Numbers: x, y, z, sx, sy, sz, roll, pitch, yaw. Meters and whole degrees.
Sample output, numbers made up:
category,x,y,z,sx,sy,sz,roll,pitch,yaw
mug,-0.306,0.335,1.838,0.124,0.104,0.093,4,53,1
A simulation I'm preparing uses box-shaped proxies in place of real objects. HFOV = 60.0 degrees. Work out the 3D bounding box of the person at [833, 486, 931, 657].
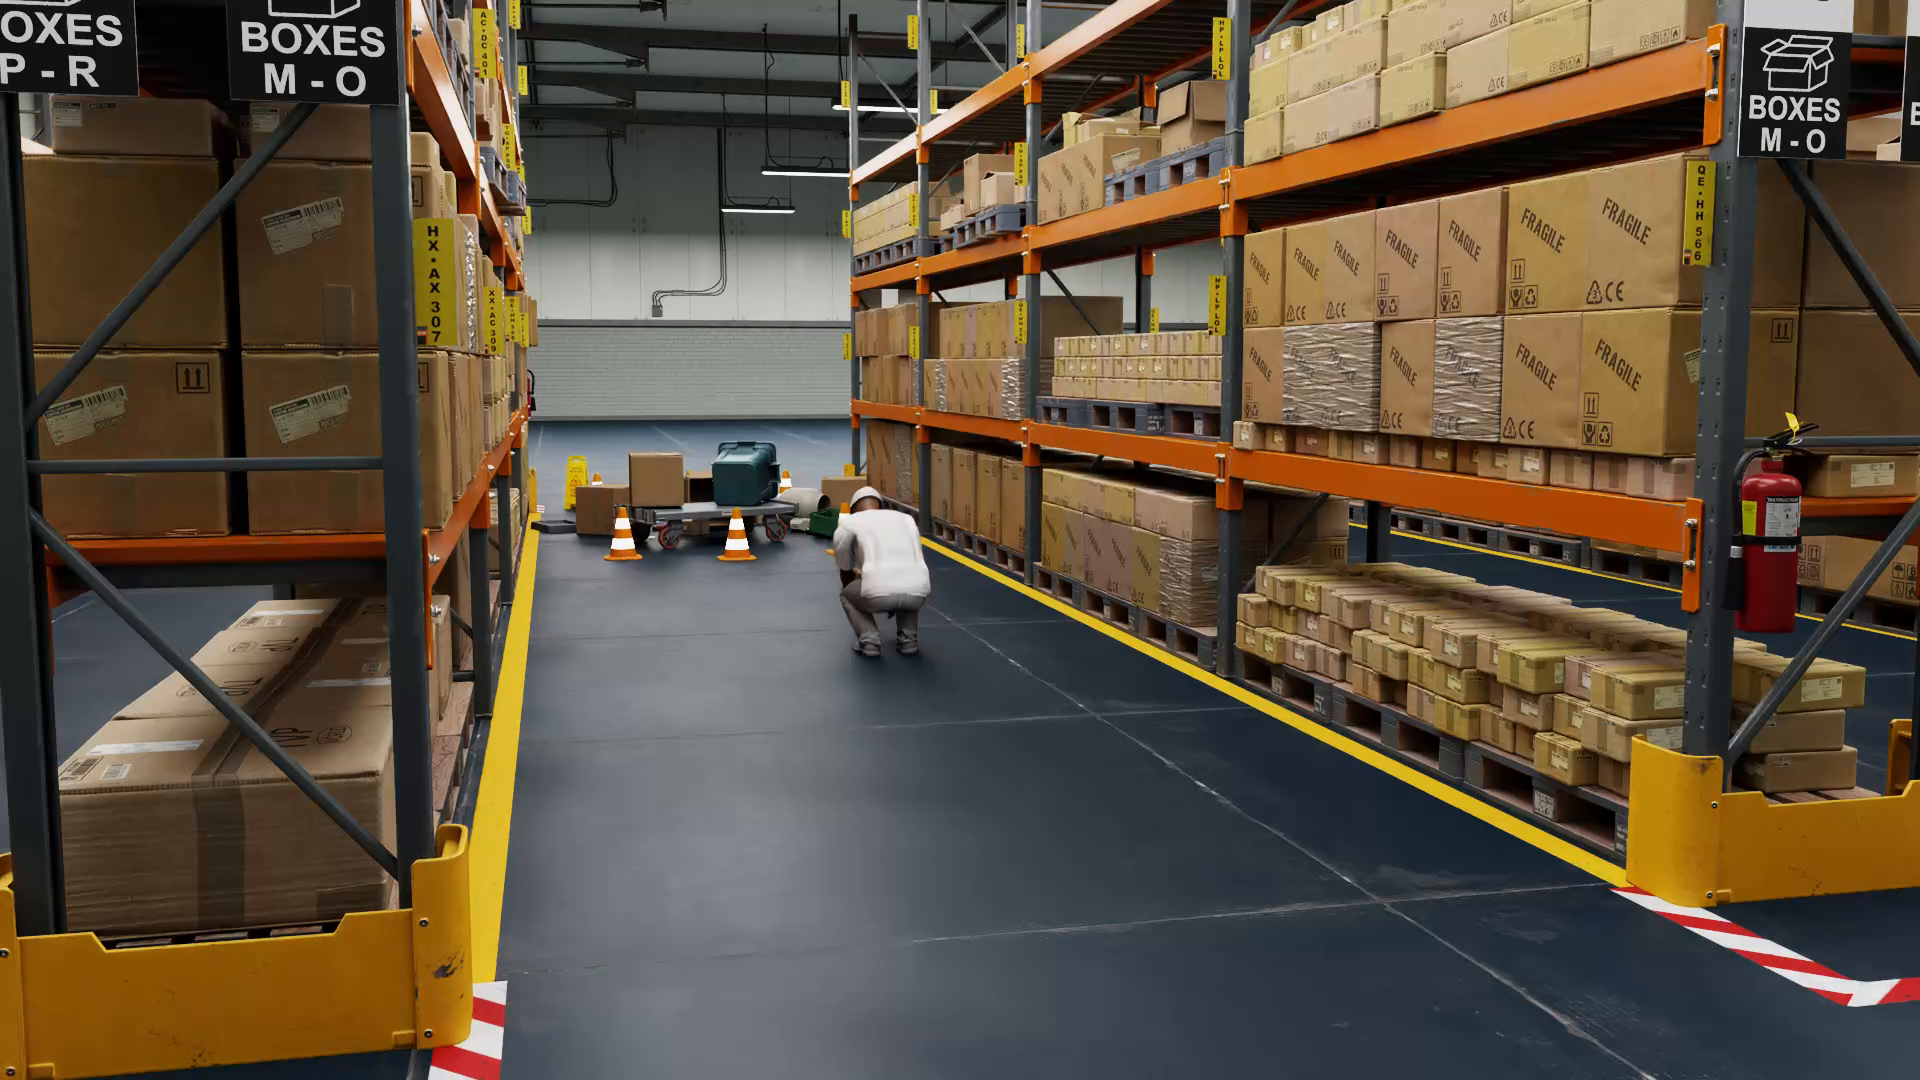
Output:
category,x,y,z,sx,sy,sz,roll,pitch,yaw
person,-0.484,0.185,10.279,0.589,0.999,0.871,-2,6,-14
